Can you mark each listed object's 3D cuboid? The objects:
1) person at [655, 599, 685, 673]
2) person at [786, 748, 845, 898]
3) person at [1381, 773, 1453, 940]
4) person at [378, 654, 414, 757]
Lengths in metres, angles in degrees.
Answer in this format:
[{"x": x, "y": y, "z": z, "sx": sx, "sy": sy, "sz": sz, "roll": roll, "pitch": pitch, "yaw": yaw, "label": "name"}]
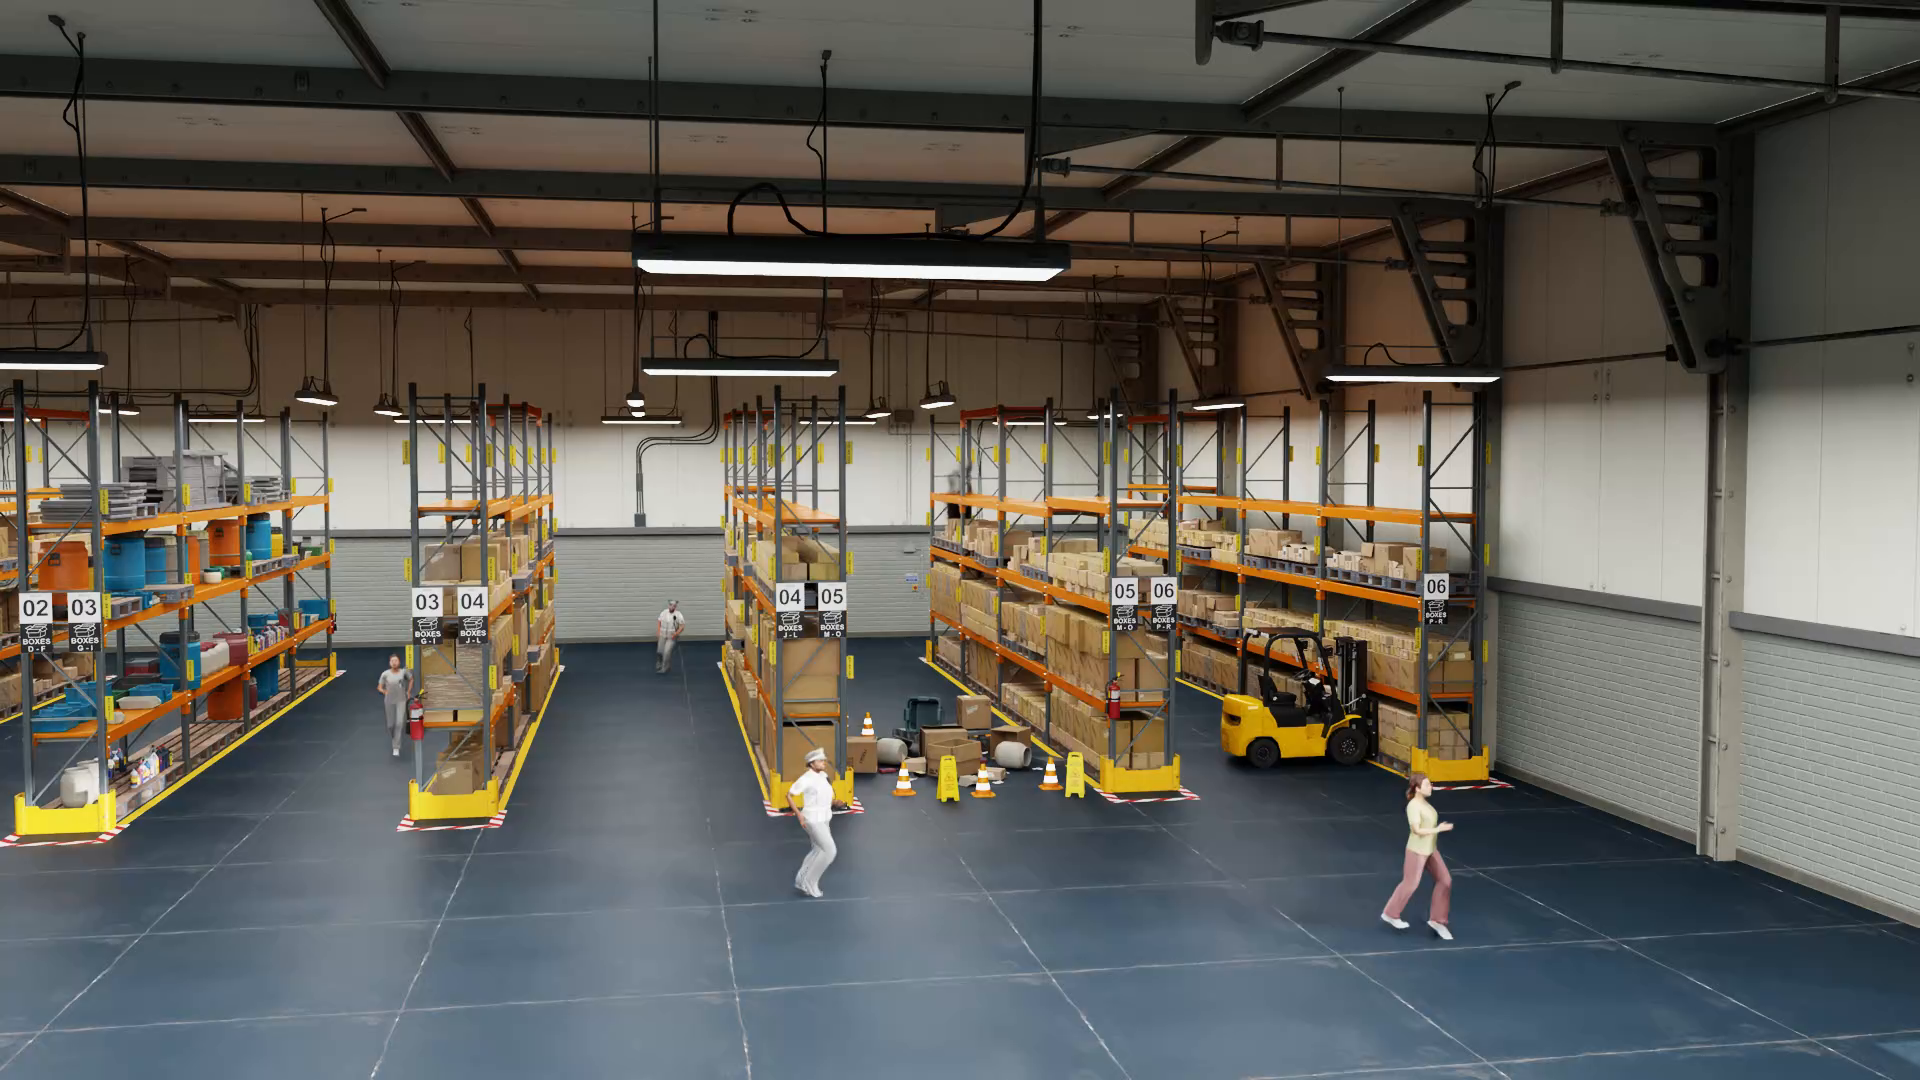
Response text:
[{"x": -6.697, "y": 2.205, "z": 38.285, "sx": 0.726, "sy": 1.715, "sz": 0.570, "roll": 0, "pitch": 3, "yaw": 3, "label": "person"}, {"x": -1.601, "y": 3.202, "z": 18.850, "sx": 0.666, "sy": 1.695, "sz": 0.546, "roll": 1, "pitch": 3, "yaw": 23, "label": "person"}, {"x": 4.774, "y": 3.284, "z": 17.328, "sx": 0.748, "sy": 1.726, "sz": 0.547, "roll": 2, "pitch": 4, "yaw": 39, "label": "person"}, {"x": -9.492, "y": 2.746, "z": 27.943, "sx": 0.548, "sy": 1.664, "sz": 0.934, "roll": -1, "pitch": 3, "yaw": -16, "label": "person"}]
